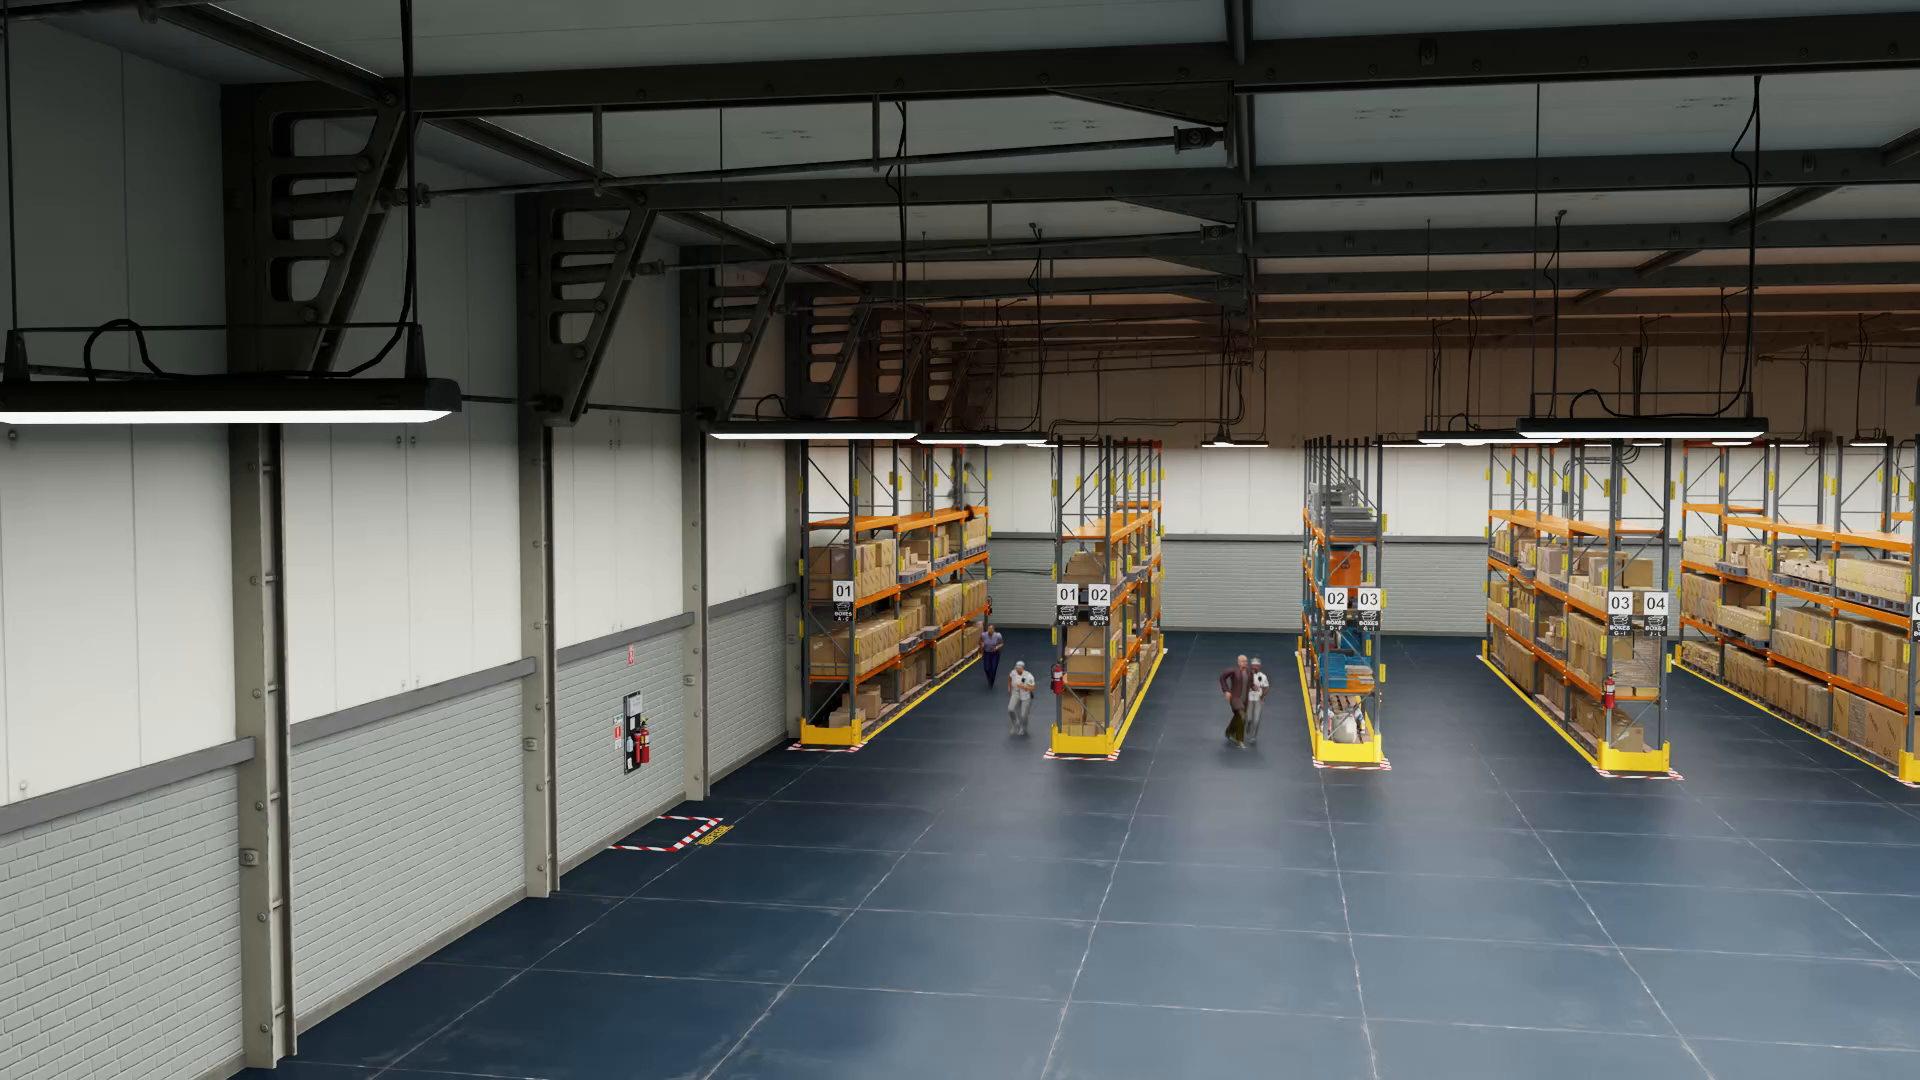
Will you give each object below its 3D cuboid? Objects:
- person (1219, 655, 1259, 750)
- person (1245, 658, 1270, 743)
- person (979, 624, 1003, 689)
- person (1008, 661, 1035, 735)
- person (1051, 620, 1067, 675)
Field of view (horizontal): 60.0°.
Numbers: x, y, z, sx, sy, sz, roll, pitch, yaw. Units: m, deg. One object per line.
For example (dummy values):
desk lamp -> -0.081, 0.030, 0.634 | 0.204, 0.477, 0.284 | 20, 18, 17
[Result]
person -> 5.381, 3.126, 32.075 | 0.636, 1.844, 0.955 | -2, 4, -32
person -> 5.768, 3.142, 32.608 | 0.588, 1.655, 0.564 | 1, 3, 12
person -> 0.743, 2.794, 39.972 | 0.596, 1.581, 0.689 | 0, 3, 1
person -> 1.226, 3.163, 33.359 | 0.652, 1.547, 0.816 | 1, 3, 17
person -> 2.655, 2.592, 42.575 | 0.660, 1.684, 0.599 | 1, 3, 14
